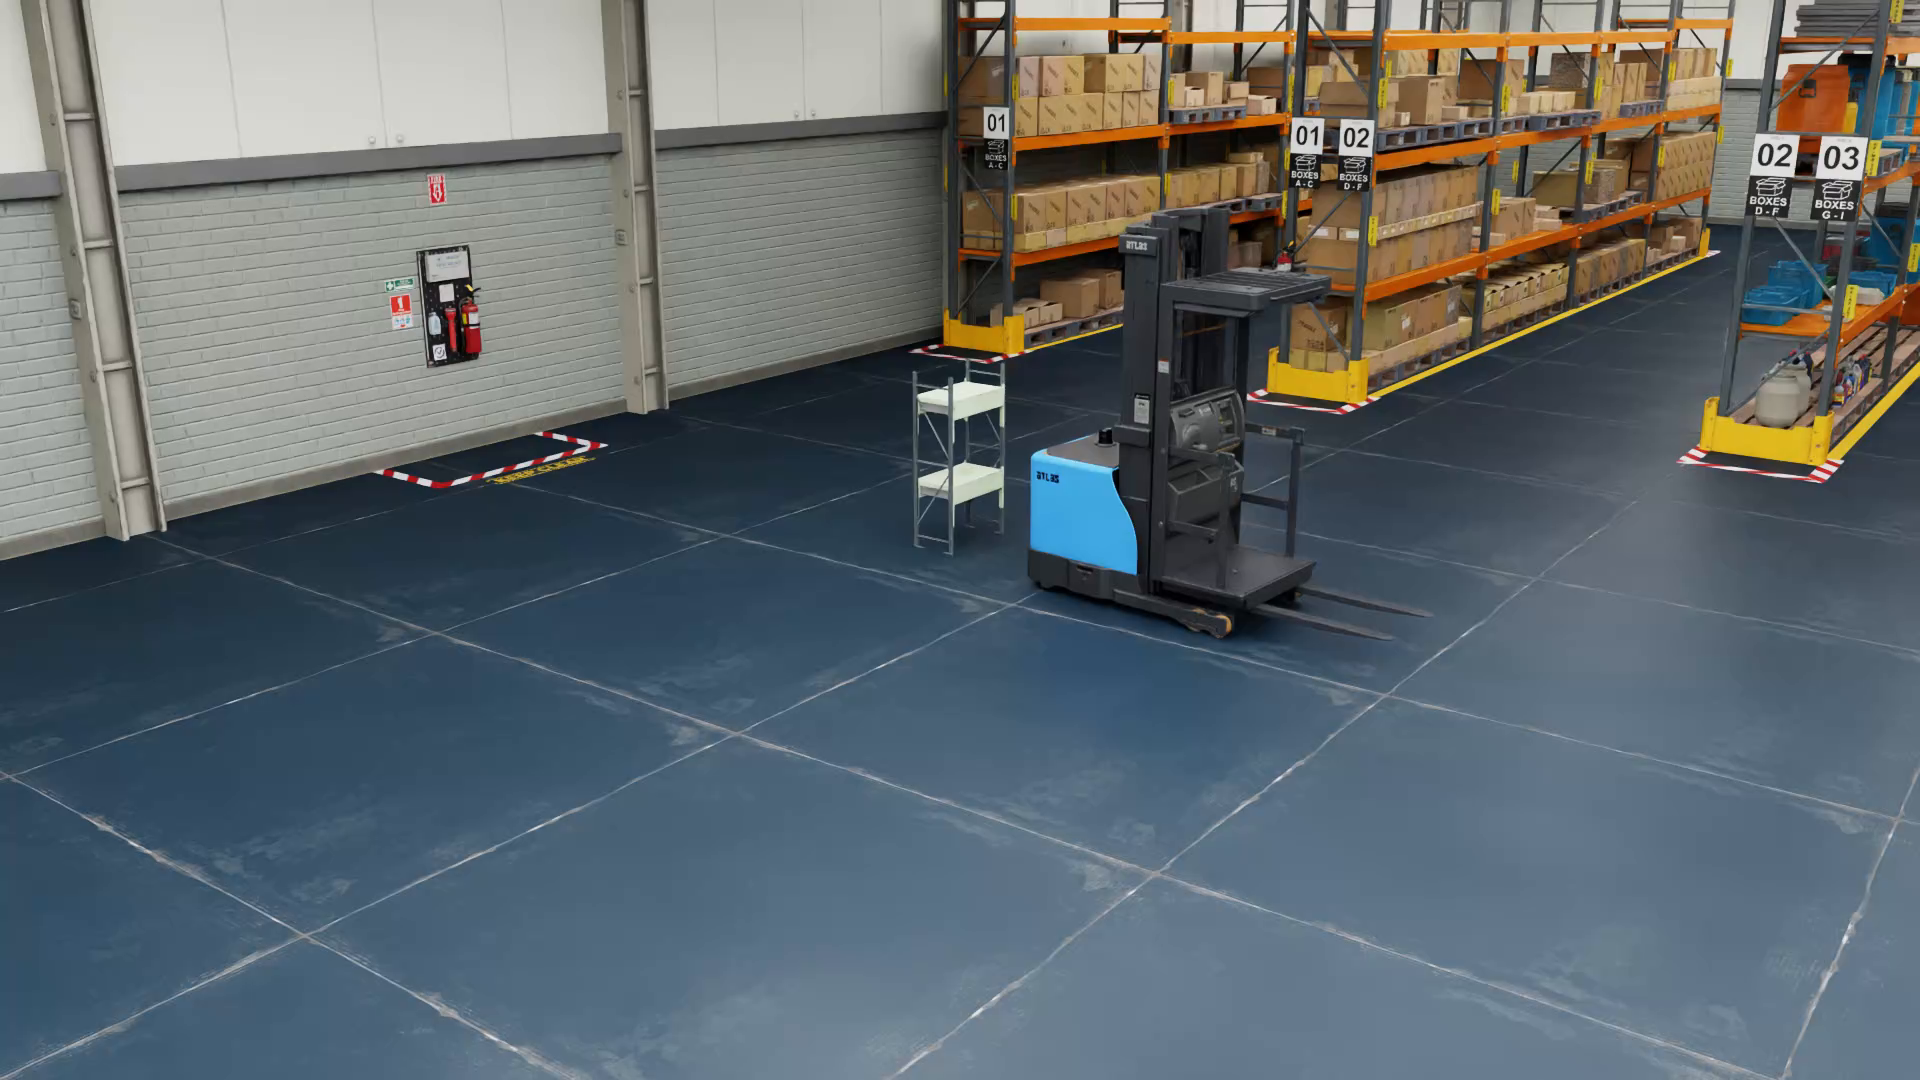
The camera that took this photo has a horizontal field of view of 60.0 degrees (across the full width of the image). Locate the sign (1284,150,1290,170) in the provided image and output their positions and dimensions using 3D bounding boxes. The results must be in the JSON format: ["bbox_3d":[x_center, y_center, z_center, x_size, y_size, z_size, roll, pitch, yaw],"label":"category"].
[{"bbox_3d":[5.479,-6.363,27.856,0.100,0.325,0.005,12,21,35],"label":"sign"}]

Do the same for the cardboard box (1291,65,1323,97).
[{"bbox_3d":[5.894,-8.022,29.051,0.700,0.500,0.500,14,22,37],"label":"cardboard box"}]

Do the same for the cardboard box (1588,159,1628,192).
[{"bbox_3d":[10.939,-6.195,28.257,0.700,0.500,0.500,5,18,16],"label":"cardboard box"}]

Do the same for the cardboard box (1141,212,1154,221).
[{"bbox_3d":[2.615,-4.760,24.734,0.500,0.250,0.500,12,21,35],"label":"cardboard box"}]

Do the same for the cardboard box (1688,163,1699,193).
[{"bbox_3d":[13.128,-6.623,30.345,0.500,0.500,0.500,13,21,35],"label":"cardboard box"}]

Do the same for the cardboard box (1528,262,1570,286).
[{"bbox_3d":[8.904,-4.054,25.222,0.500,0.311,0.500,13,22,36],"label":"cardboard box"}]

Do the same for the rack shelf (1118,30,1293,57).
[{"bbox_3d":[3.846,-7.795,26.060,1.077,0.370,4.000,12,21,35],"label":"rack shelf"}]

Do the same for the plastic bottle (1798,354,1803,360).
[{"bbox_3d":[9.898,-2.067,19.693,0.152,0.276,0.135,13,22,37],"label":"plastic bottle"}]

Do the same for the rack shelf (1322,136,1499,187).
[{"bbox_3d":[5.443,-4.727,20.562,1.077,0.370,4.000,12,21,35],"label":"rack shelf"}]

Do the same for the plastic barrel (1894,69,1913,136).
[{"bbox_3d":[11.129,-5.225,20.109,0.600,0.901,0.600,0,17,0],"label":"plastic barrel"}]

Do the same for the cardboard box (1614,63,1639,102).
[{"bbox_3d":[10.662,-7.478,27.163,0.600,0.600,0.600,12,21,34],"label":"cardboard box"}]

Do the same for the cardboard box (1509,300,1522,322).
[{"bbox_3d":[7.686,-3.299,23.738,0.500,0.250,0.500,12,21,33],"label":"cardboard box"}]

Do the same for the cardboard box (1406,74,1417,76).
[{"bbox_3d":[8.359,-8.740,31.649,0.500,0.250,0.500,12,21,34],"label":"cardboard box"}]

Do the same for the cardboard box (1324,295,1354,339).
[{"bbox_3d":[4.916,-2.828,20.956,0.500,0.500,0.500,12,21,35],"label":"cardboard box"}]

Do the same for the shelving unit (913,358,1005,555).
[{"bbox_3d":[-0.004,-0.715,14.016,0.431,1.500,0.755,12,21,35],"label":"shelving unit"}]

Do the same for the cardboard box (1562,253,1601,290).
[{"bbox_3d":[9.826,-4.267,26.399,0.500,0.500,0.500,12,21,33],"label":"cardboard box"}]

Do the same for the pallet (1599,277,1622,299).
[{"bbox_3d":[10.220,-4.196,27.398,1.003,0.211,1.213,12,21,35],"label":"pallet"}]

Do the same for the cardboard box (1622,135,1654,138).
[{"bbox_3d":[12.098,-6.953,29.723,0.500,0.500,0.500,13,21,35],"label":"cardboard box"}]

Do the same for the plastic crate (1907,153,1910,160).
[{"bbox_3d":[9.979,-4.091,17.746,0.243,0.136,0.396,12,21,35],"label":"plastic crate"}]

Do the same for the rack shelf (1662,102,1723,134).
[{"bbox_3d":[12.593,-7.585,29.766,1.077,0.370,4.000,12,21,35],"label":"rack shelf"}]

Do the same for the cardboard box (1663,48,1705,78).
[{"bbox_3d":[12.914,-8.563,29.847,0.700,0.500,0.500,12,21,35],"label":"cardboard box"}]

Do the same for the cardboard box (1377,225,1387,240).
[{"bbox_3d":[4.813,-3.638,19.638,0.380,0.149,0.250,12,21,33],"label":"cardboard box"}]

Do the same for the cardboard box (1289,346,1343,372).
[{"bbox_3d":[4.333,-2.229,20.291,0.500,0.250,0.500,12,21,35],"label":"cardboard box"}]

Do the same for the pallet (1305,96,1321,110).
[{"bbox_3d":[6.042,-7.713,29.284,1.003,0.211,1.213,14,22,37],"label":"pallet"}]

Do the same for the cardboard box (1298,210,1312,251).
[{"bbox_3d":[6.108,-5.475,29.732,0.750,0.750,0.750,12,21,34],"label":"cardboard box"}]

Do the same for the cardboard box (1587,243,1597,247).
[{"bbox_3d":[10.305,-4.717,27.849,0.500,0.500,0.500,13,21,35],"label":"cardboard box"}]

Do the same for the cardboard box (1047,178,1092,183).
[{"bbox_3d":[1.594,-4.969,24.143,0.500,0.500,0.500,13,22,36],"label":"cardboard box"}]

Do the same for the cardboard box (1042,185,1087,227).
[{"bbox_3d":[1.412,-4.630,23.051,0.500,0.500,0.500,12,21,33],"label":"cardboard box"}]

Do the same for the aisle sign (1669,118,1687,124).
[{"bbox_3d":[13.589,-8.282,31.472,0.394,0.787,0.004,12,21,35],"label":"aisle sign"}]

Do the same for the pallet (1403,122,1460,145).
[{"bbox_3d":[5.420,-5.007,20.402,1.003,0.211,1.213,12,21,35],"label":"pallet"}]

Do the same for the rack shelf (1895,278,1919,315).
[{"bbox_3d":[11.802,-3.371,21.253,1.077,0.370,4.000,12,21,35],"label":"rack shelf"}]

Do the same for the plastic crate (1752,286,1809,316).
[{"bbox_3d":[8.676,-2.540,17.616,0.499,0.251,0.408,12,21,35],"label":"plastic crate"}]

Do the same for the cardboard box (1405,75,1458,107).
[{"bbox_3d":[6.123,-5.788,21.655,0.500,0.500,0.500,15,22,39],"label":"cardboard box"}]

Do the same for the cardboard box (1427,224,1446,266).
[{"bbox_3d":[5.764,-3.809,21.285,0.700,0.500,0.500,13,21,35],"label":"cardboard box"}]

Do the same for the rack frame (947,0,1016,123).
[{"bbox_3d":[0.271,-6.901,21.292,1.000,3.000,0.127,12,21,35],"label":"rack frame"}]

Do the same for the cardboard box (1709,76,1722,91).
[{"bbox_3d":[13.683,-8.404,30.602,0.500,0.250,0.500,12,21,35],"label":"cardboard box"}]

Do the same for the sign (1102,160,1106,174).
[{"bbox_3d":[2.206,-5.639,25.391,0.100,0.325,0.005,12,21,35],"label":"sign"}]

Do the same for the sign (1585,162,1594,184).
[{"bbox_3d":[9.466,-5.522,25.017,0.100,0.325,0.005,12,21,35],"label":"sign"}]

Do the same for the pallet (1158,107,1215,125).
[{"bbox_3d":[3.107,-6.460,25.246,1.213,0.211,1.003,12,21,35],"label":"pallet"}]

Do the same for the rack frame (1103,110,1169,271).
[{"bbox_3d":[2.654,-4.989,25.250,1.000,3.000,0.127,12,21,35],"label":"rack frame"}]

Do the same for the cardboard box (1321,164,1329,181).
[{"bbox_3d":[6.148,-6.452,29.259,0.500,0.500,0.500,12,21,34],"label":"cardboard box"}]

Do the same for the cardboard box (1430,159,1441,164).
[{"bbox_3d":[9.084,-7.691,33.448,0.980,0.700,0.700,12,21,34],"label":"cardboard box"}]

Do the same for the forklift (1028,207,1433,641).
[{"bbox_3d":[1.983,-0.872,12.110,3.031,2.935,1.130,14,22,38],"label":"forklift"}]

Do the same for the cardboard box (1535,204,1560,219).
[{"bbox_3d":[8.766,-4.945,25.261,0.500,0.311,0.500,14,22,38],"label":"cardboard box"}]

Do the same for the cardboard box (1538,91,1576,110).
[{"bbox_3d":[8.793,-6.510,24.637,0.500,0.250,0.500,11,20,31],"label":"cardboard box"}]

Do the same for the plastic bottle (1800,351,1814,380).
[{"bbox_3d":[9.912,-2.039,19.475,0.144,0.351,0.185,12,21,35],"label":"plastic bottle"}]

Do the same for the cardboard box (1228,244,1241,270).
[{"bbox_3d":[4.250,-4.675,27.713,0.700,0.500,0.500,12,21,35],"label":"cardboard box"}]

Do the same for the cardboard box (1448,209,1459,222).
[{"bbox_3d":[6.186,-4.185,21.400,0.380,0.149,0.250,12,21,35],"label":"cardboard box"}]

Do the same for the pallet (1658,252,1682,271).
[{"bbox_3d":[12.538,-5.143,30.449,1.003,0.211,1.213,12,21,35],"label":"pallet"}]

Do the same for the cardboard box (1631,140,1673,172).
[{"bbox_3d":[11.908,-6.607,28.608,0.500,0.500,0.500,13,22,36],"label":"cardboard box"}]

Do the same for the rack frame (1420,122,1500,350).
[{"bbox_3d":[6.635,-4.114,22.434,1.000,3.000,0.127,12,21,35],"label":"rack frame"}]

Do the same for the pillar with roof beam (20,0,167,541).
[{"bbox_3d":[-3.700,-3.602,10.668,9.100,9.000,0.400,12,21,35],"label":"pillar with roof beam"}]

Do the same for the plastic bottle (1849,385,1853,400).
[{"bbox_3d":[9.880,-1.665,18.523,0.097,0.201,0.097,0,17,0],"label":"plastic bottle"}]

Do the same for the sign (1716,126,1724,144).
[{"bbox_3d":[14.218,-7.573,31.088,0.100,0.325,0.005,12,21,35],"label":"sign"}]

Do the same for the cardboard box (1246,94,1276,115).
[{"bbox_3d":[4.825,-7.122,27.177,0.500,0.311,0.500,12,21,35],"label":"cardboard box"}]

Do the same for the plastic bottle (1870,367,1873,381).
[{"bbox_3d":[10.644,-1.970,19.507,0.097,0.201,0.097,0,17,0],"label":"plastic bottle"}]

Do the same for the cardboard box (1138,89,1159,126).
[{"bbox_3d":[2.550,-6.314,24.257,0.500,0.500,0.500,13,22,36],"label":"cardboard box"}]

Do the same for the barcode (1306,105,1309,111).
[{"bbox_3d":[4.044,-5.028,19.341,0.001,0.075,0.075,12,21,35],"label":"barcode"}]
